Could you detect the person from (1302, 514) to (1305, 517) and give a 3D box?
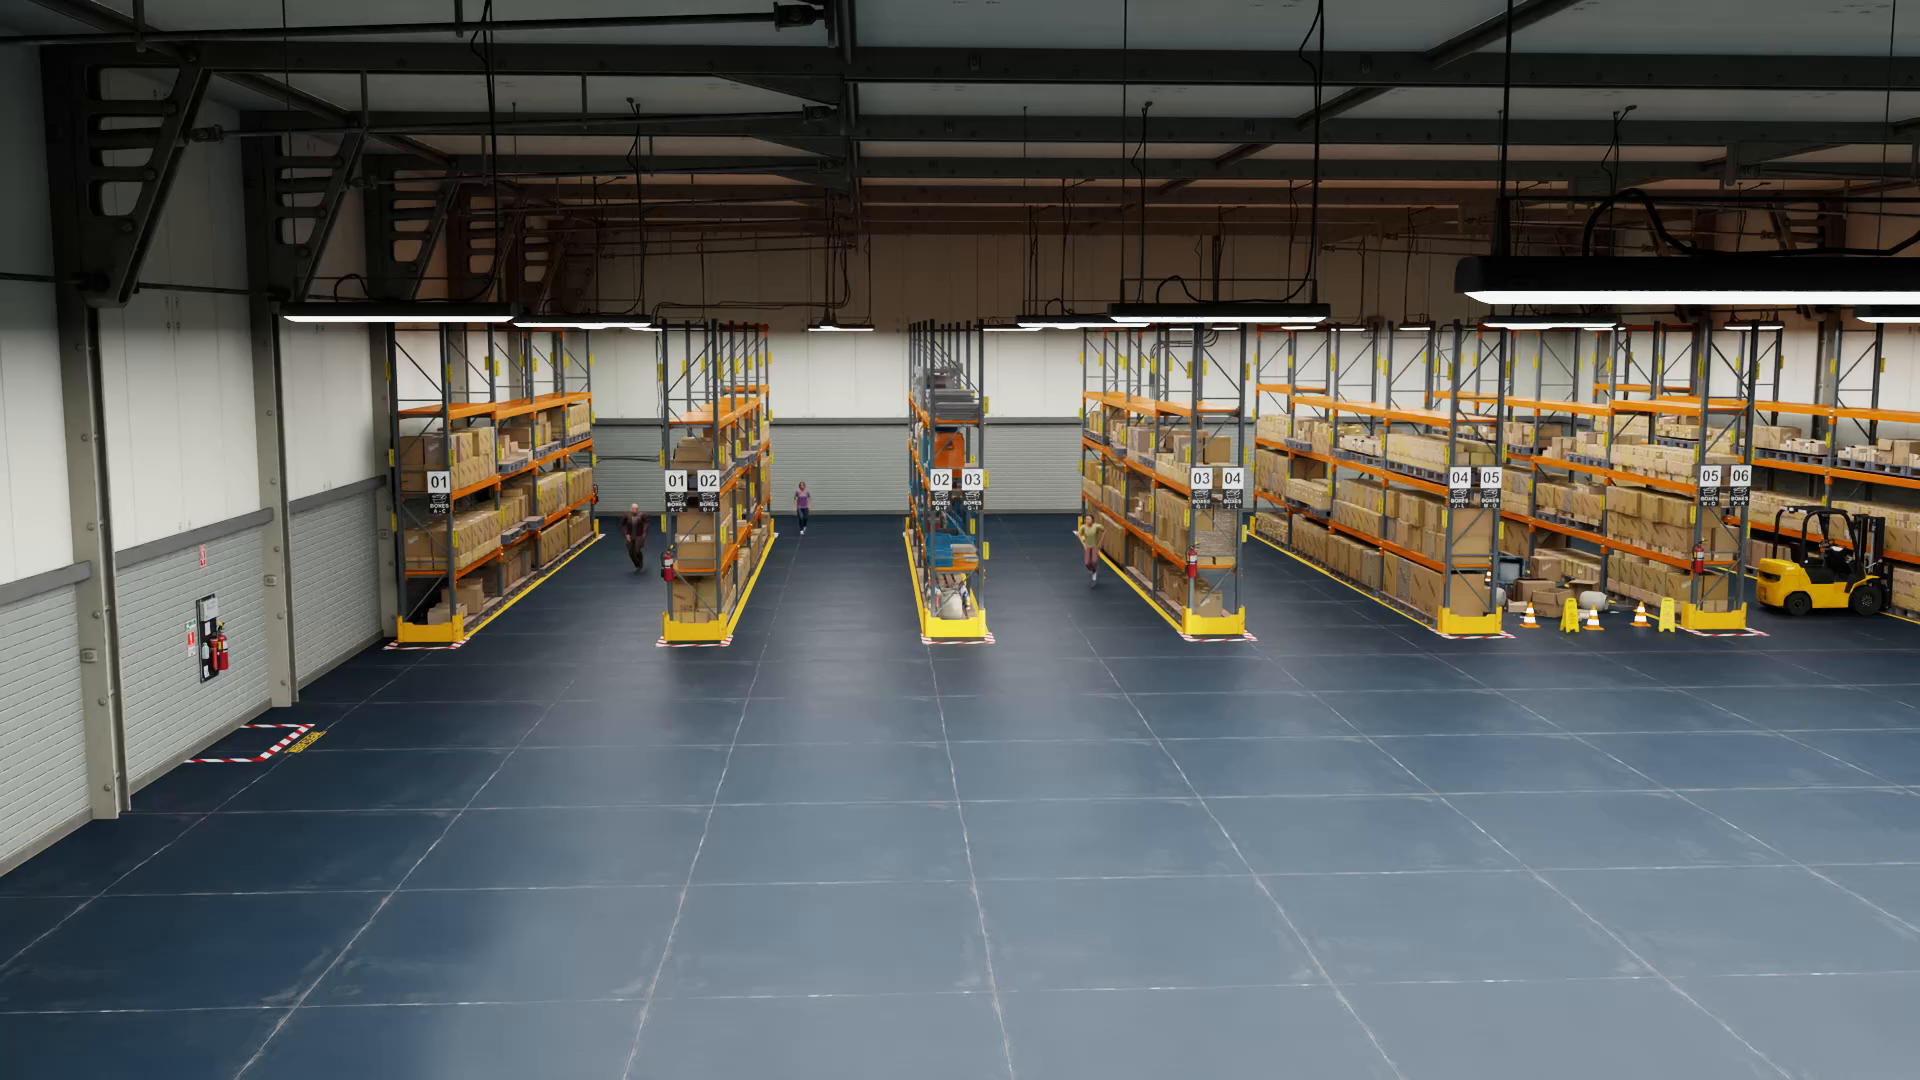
[{"bbox_3d":[10.933,-1.453,51.442,1.016,1.651,0.567,6,10,42],"label":"person"}]

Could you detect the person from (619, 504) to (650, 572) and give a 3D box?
[{"bbox_3d":[-7.858,-0.062,40.199,0.690,1.680,0.660,1,7,4],"label":"person"}]

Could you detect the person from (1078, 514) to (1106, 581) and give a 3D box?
[{"bbox_3d":[3.006,0.153,37.720,0.623,1.558,0.670,1,7,10],"label":"person"}]

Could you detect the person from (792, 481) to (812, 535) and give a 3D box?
[{"bbox_3d":[-4.530,-0.923,47.772,0.566,1.524,0.514,-1,7,-11],"label":"person"}]
